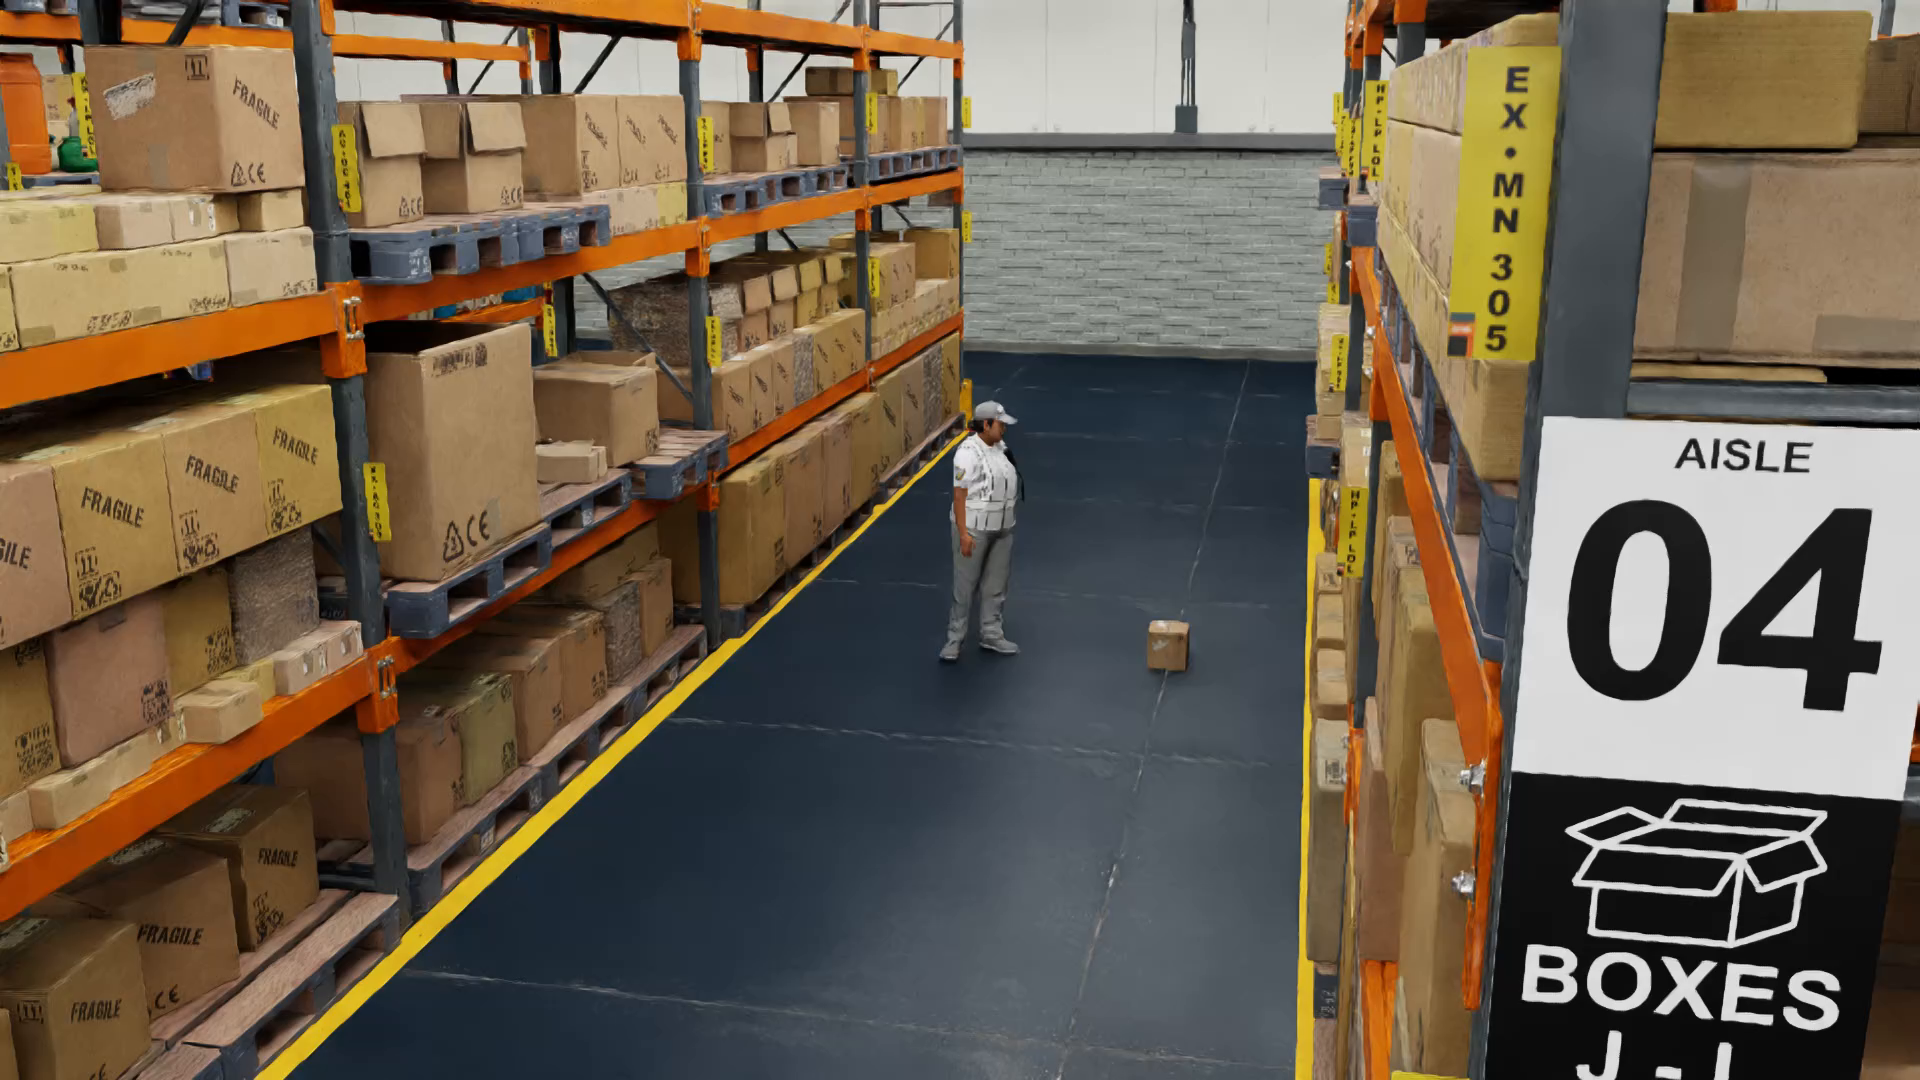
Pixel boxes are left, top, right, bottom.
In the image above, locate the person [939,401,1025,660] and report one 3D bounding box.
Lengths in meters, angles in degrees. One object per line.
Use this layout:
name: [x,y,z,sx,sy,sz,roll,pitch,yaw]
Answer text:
person: [0.126,-0.064,10.708,0.398,1.668,0.591,14,20,43]
